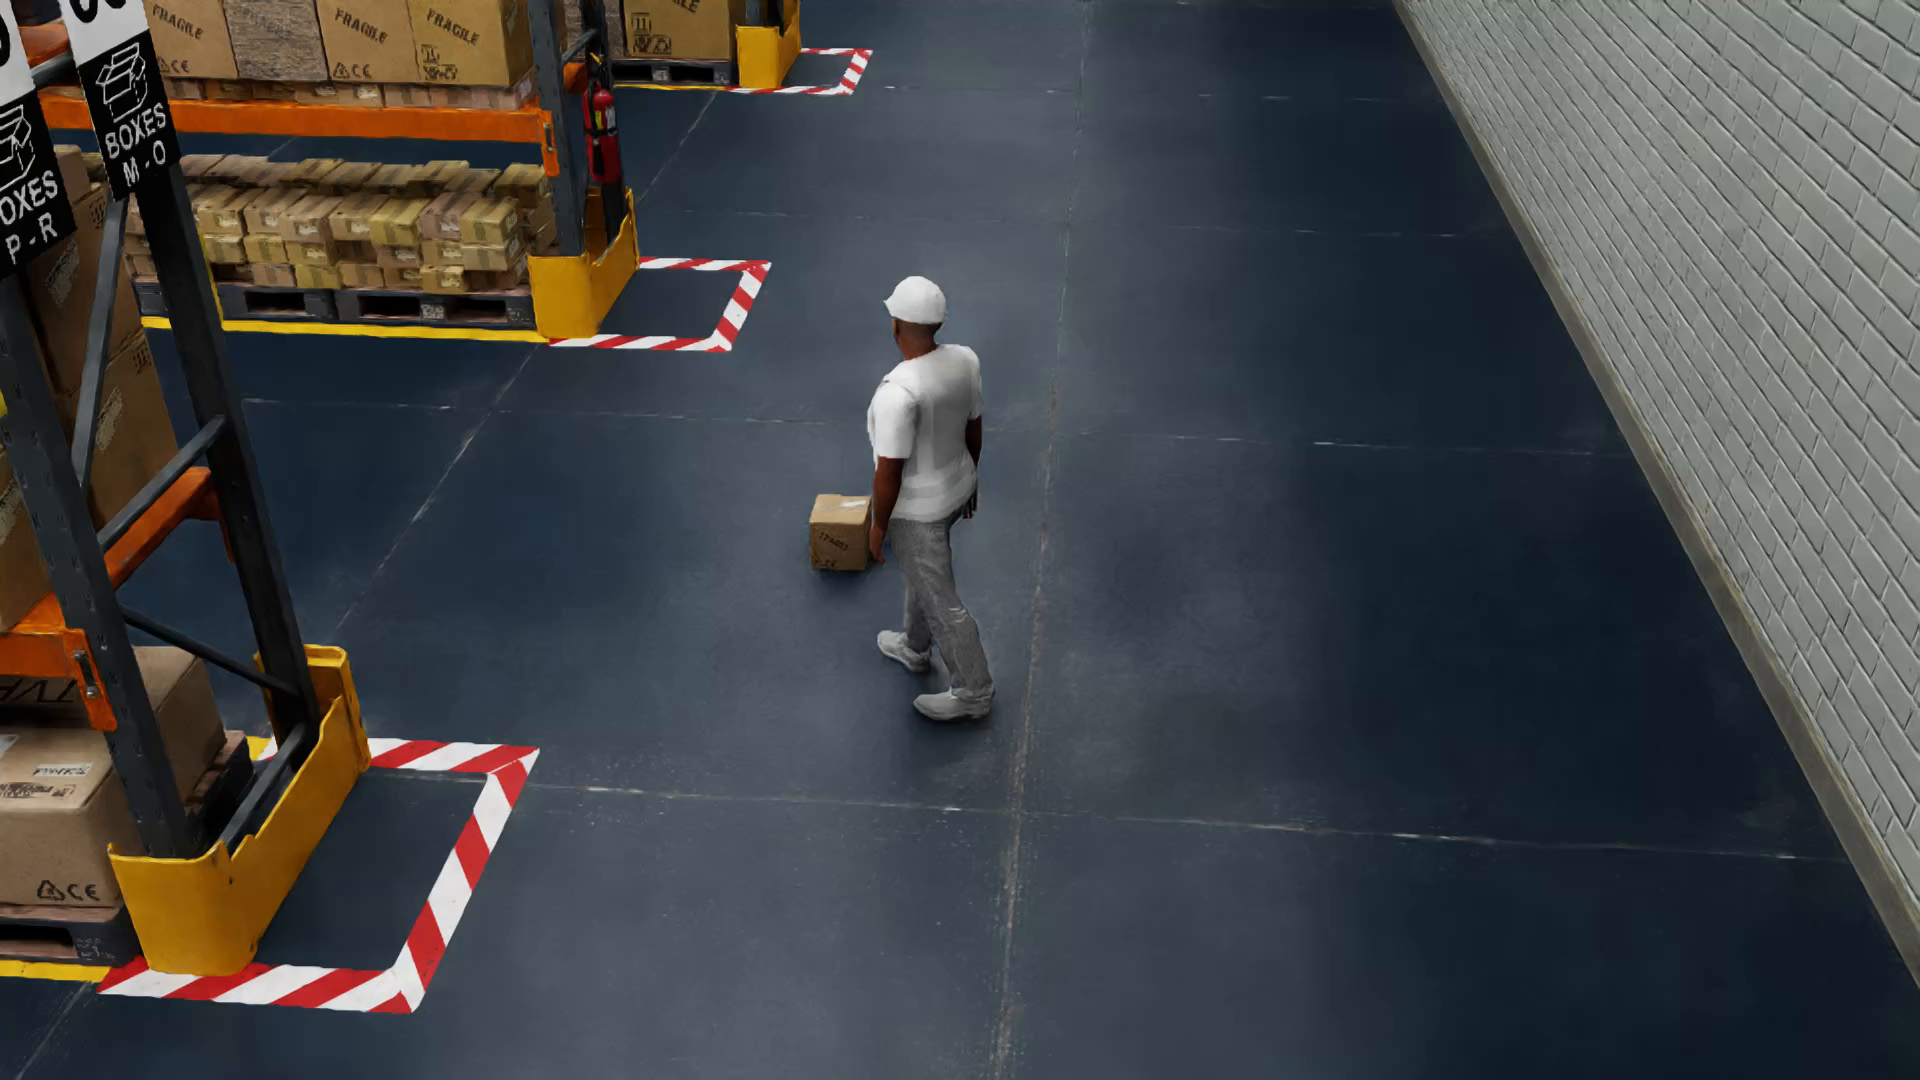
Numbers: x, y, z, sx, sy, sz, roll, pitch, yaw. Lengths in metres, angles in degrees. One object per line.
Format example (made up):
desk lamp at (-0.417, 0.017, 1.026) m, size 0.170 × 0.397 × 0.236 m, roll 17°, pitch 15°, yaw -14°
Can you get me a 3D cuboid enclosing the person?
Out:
person at (-0.132, -0.152, 6.360) m, size 0.692 × 1.758 × 0.592 m, roll 17°, pitch 36°, yaw 25°
